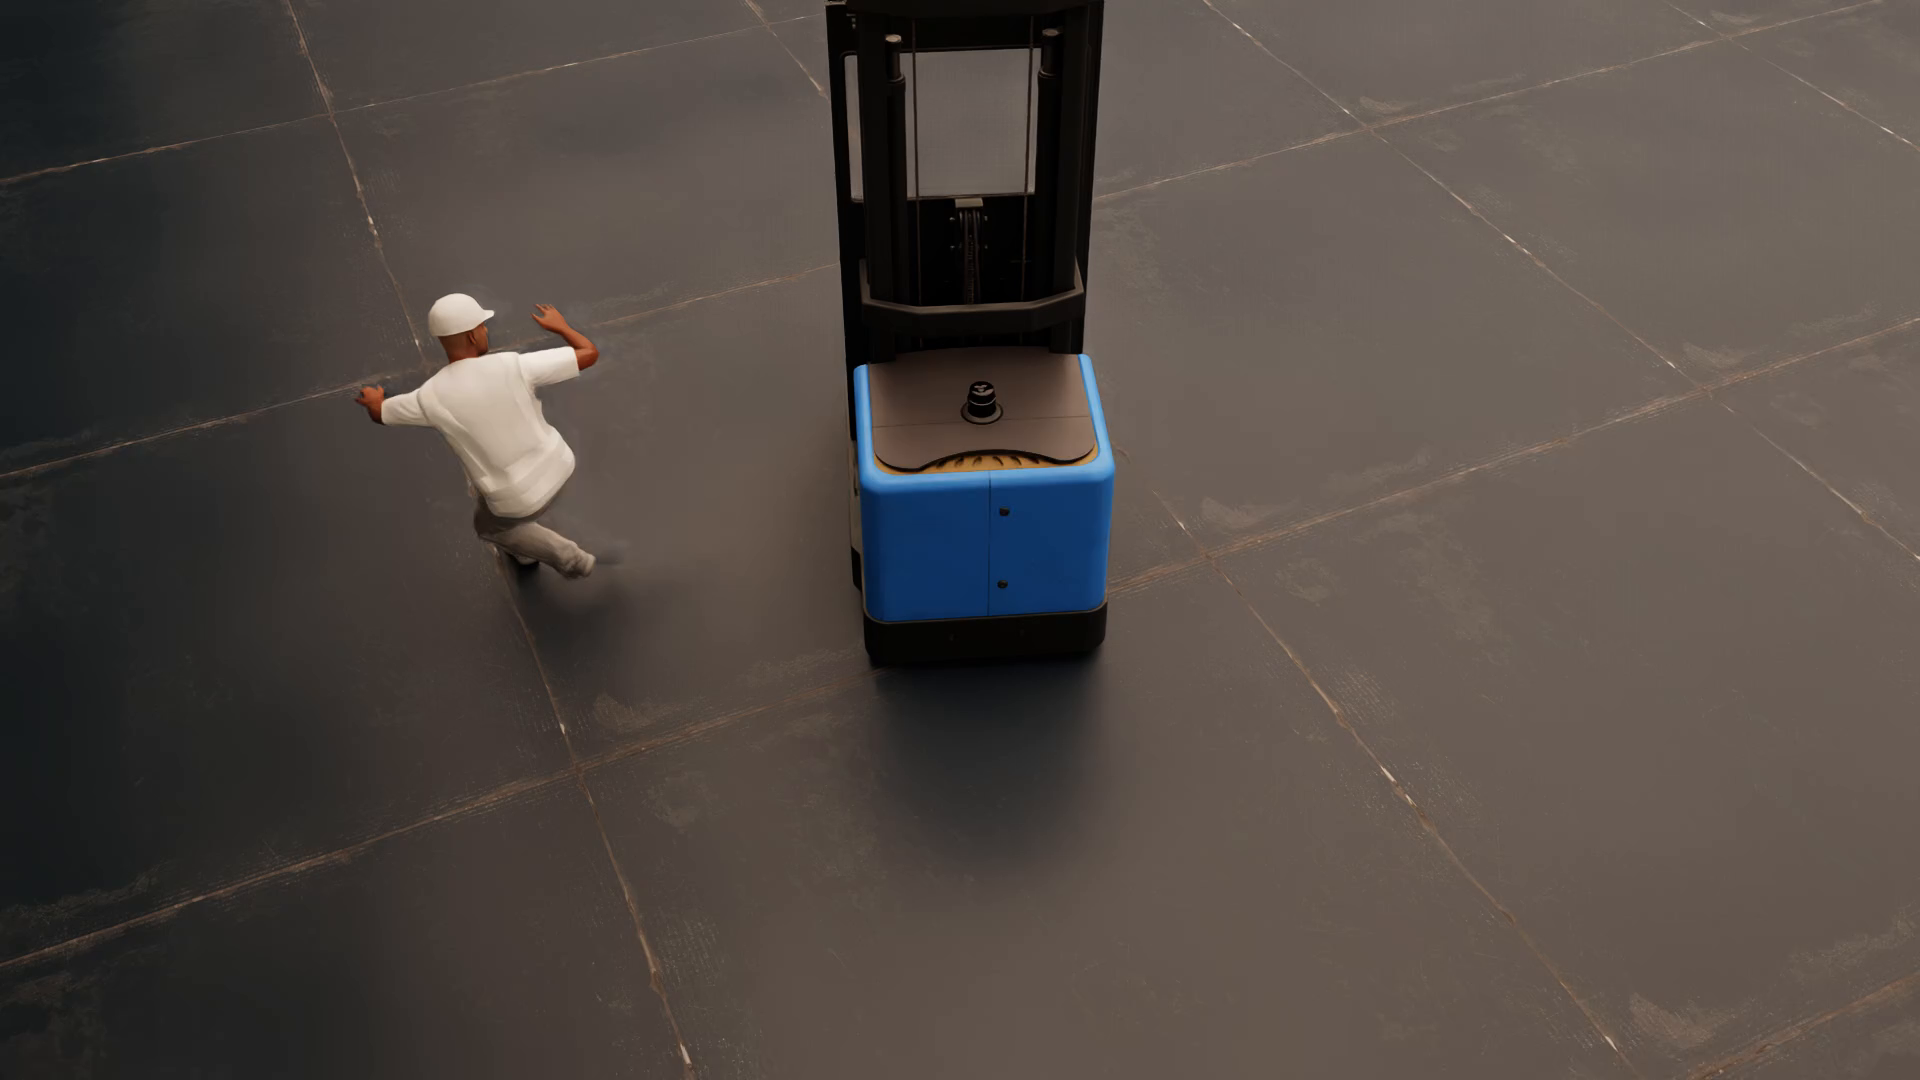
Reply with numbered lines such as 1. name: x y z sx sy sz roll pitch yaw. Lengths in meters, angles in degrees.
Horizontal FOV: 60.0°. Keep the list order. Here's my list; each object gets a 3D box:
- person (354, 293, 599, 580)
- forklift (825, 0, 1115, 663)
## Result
1. person: -2.058 -0.494 7.281 1.103 1.480 0.850 28 50 26
2. forklift: -0.003 -1.544 7.334 1.130 2.935 3.031 -3 43 -3
